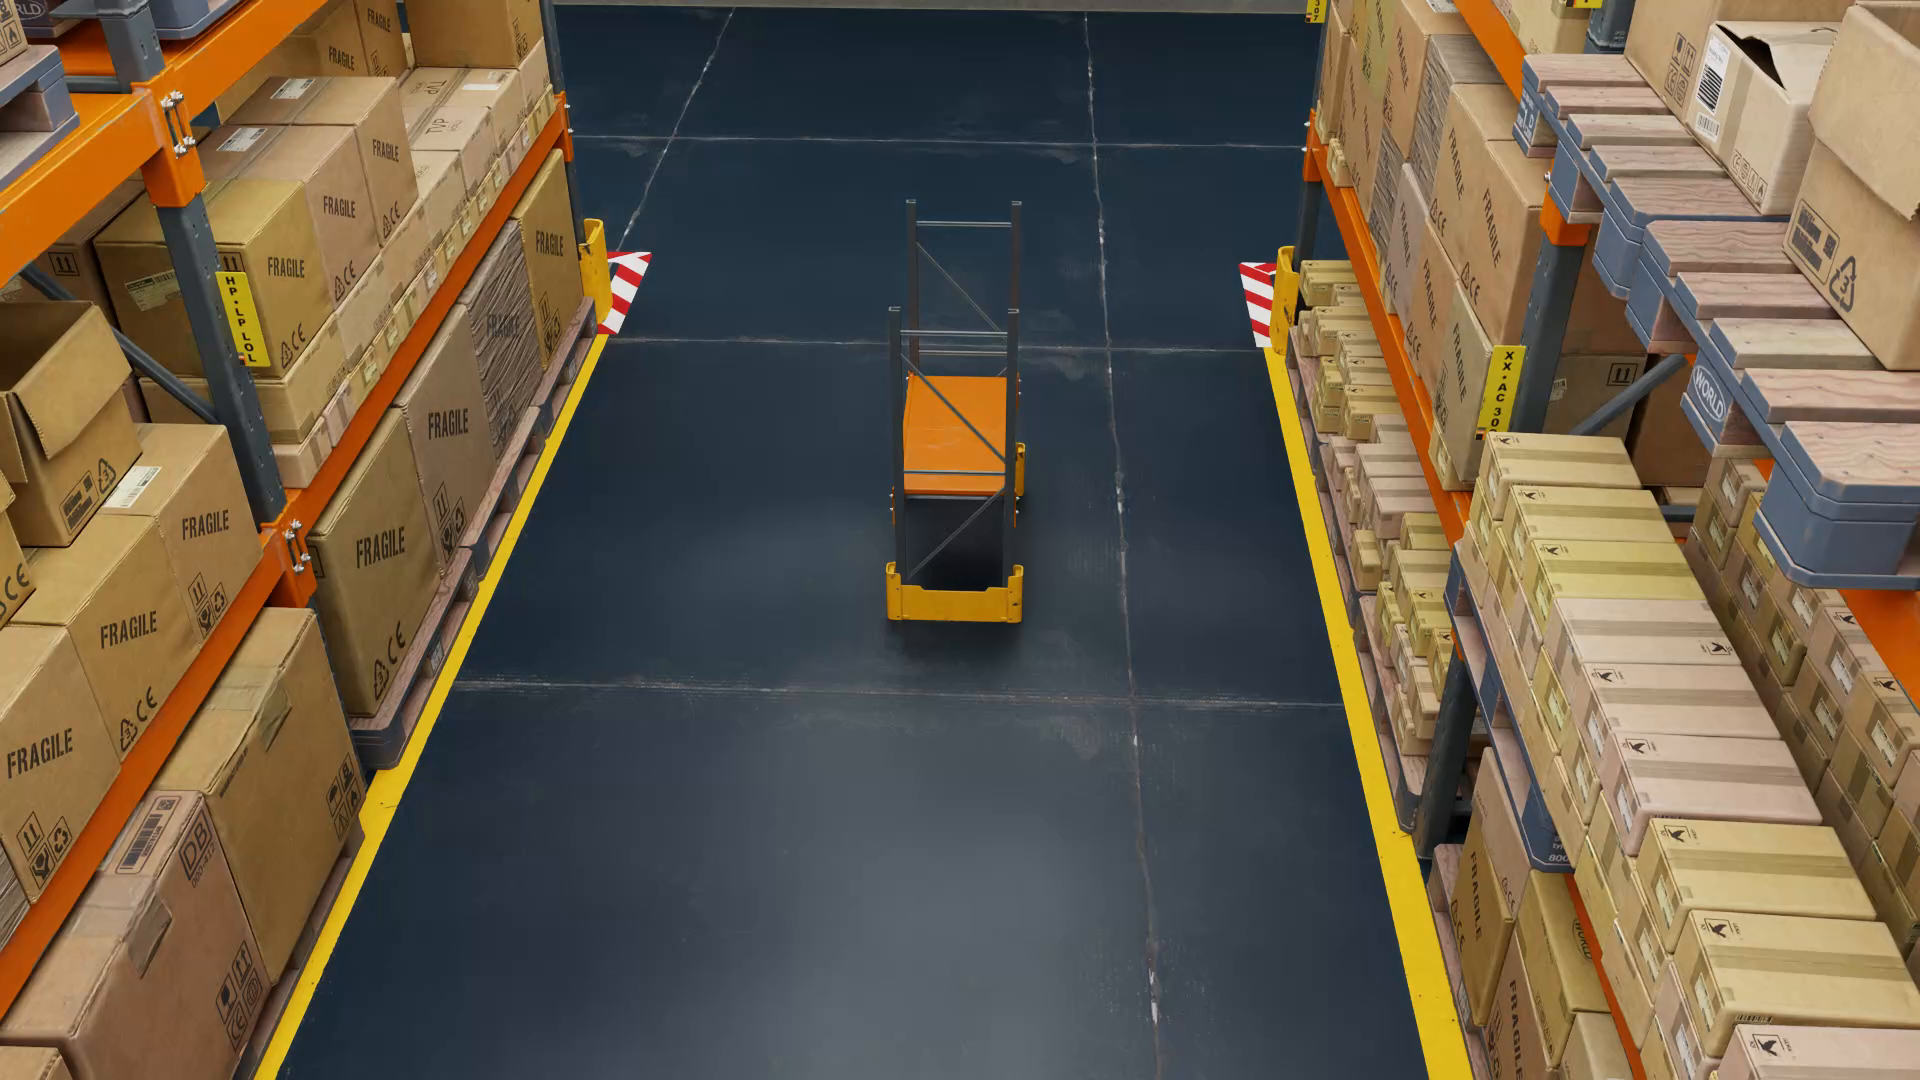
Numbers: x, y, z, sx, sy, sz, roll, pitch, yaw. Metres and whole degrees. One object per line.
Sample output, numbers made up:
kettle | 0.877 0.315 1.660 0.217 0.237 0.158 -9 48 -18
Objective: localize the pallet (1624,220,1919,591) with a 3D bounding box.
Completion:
pallet | 2.004 -0.280 3.095 1.213 0.211 1.003 1 35 2

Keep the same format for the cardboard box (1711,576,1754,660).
cardboard box | 2.346 0.235 4.660 0.380 0.149 0.250 2 35 2

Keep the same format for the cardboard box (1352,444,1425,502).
cardboard box | 1.907 -0.288 7.148 0.380 0.149 0.250 0 35 0

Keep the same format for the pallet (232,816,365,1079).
pallet | -2.733 1.335 5.667 1.003 0.211 1.213 1 35 2

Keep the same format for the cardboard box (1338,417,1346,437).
cardboard box | 2.027 -0.500 7.967 0.380 0.149 0.250 1 35 2

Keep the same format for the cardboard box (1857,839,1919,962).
cardboard box | 2.307 0.834 3.808 0.380 0.149 0.250 3 35 4

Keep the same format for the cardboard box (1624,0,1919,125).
cardboard box | 2.049 -1.303 3.934 0.700 0.500 0.500 1 35 2

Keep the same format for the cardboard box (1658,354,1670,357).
cardboard box | 2.436 -0.903 5.211 0.500 0.500 0.500 2 35 3

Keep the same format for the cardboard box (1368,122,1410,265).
cardboard box | 1.998 -1.405 6.795 0.500 0.500 0.500 0 35 1

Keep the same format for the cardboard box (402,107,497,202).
cardboard box | -2.412 -1.741 7.490 0.500 0.250 0.500 0 35 0

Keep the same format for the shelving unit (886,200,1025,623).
shelving unit | -0.003 -0.570 7.256 0.587 1.500 1.083 1 35 2

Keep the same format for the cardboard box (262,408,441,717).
cardboard box | -2.671 0.069 6.525 0.875 0.875 0.875 1 35 2

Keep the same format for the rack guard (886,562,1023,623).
rack guard | -0.023 0.228 7.209 0.587 0.250 0.087 1 35 2

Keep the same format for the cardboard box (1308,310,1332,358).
cardboard box | 1.990 -1.052 8.494 0.380 0.149 0.250 1 35 2

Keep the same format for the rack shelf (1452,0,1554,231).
rack shelf | 2.255 -2.160 6.232 1.077 0.370 4.000 1 35 2

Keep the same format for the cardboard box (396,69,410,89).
cardboard box | -2.920 -2.041 7.917 0.500 0.250 0.500 1 35 1

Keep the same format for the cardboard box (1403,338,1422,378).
cardboard box | 1.940 -0.752 6.429 0.380 0.149 0.250 0 35 0

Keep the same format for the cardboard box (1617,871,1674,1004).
cardboard box | 1.638 0.845 3.533 0.380 0.149 0.250 1 35 1

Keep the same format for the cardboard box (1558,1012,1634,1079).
cardboard box | 1.837 1.483 4.187 0.500 0.250 0.500 3 35 4

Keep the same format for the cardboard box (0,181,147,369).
cardboard box | -3.026 -0.888 5.625 0.500 0.500 0.500 2 35 3

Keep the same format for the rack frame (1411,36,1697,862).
rack frame | 2.174 -0.078 5.252 1.000 3.000 0.127 1 35 2

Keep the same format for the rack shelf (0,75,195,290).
rack shelf | -2.858 -0.035 3.207 1.077 0.370 4.000 1 35 2

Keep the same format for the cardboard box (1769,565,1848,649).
cardboard box | 2.331 0.147 4.267 0.380 0.149 0.250 0 35 0

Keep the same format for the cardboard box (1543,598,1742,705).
cardboard box | 1.668 0.276 4.084 0.380 0.149 0.250 1 35 1

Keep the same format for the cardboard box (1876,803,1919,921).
cardboard box | 2.306 0.722 3.709 0.380 0.149 0.250 1 35 2

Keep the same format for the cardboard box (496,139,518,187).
cardboard box | -2.333 -1.796 7.916 0.380 0.149 0.250 2 35 3

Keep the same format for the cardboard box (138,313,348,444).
cardboard box | -2.497 -0.575 5.831 0.500 0.250 0.500 1 35 1

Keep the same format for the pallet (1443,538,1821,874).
pallet | 1.998 0.436 4.688 1.003 0.211 1.213 1 35 2

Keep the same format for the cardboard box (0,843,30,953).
cardboard box | -2.589 0.856 3.837 0.500 0.500 0.500 1 35 2

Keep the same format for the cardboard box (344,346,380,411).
cardboard box | -2.413 -0.612 6.231 0.380 0.149 0.250 2 35 3

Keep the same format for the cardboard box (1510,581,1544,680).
cardboard box | 1.680 0.244 4.388 0.380 0.149 0.250 2 35 3

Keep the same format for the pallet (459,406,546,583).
pallet | -2.623 -0.248 7.919 1.003 0.211 1.213 1 35 2

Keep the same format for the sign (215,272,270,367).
sign | -2.235 -0.685 5.178 0.100 0.325 0.005 1 35 2

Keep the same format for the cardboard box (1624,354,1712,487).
cardboard box | 2.446 -0.519 5.535 0.500 0.500 0.500 1 35 1

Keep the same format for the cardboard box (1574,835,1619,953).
cardboard box | 1.652 0.819 3.829 0.380 0.149 0.250 1 35 1

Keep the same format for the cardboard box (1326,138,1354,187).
cardboard box | 1.961 -1.794 7.913 0.380 0.149 0.250 0 35 1

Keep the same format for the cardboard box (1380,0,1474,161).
cardboard box | 1.978 -1.815 6.508 0.500 0.500 0.500 0 35 0

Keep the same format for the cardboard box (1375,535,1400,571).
cardboard box | 1.960 0.008 6.986 0.380 0.149 0.250 2 35 3

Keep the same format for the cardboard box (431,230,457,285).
cardboard box | -2.372 -1.206 7.076 0.380 0.149 0.250 0 35 1

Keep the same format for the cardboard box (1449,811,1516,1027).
cardboard box | 1.880 1.191 5.255 0.500 0.500 0.500 3 35 4

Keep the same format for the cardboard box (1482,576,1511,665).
cardboard box | 1.694 0.228 4.670 0.380 0.149 0.250 2 35 3

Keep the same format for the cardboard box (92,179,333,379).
cardboard box | -2.503 -0.887 5.623 0.500 0.500 0.500 1 35 2

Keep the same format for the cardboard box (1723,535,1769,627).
cardboard box | 2.346 0.116 4.571 0.380 0.149 0.250 2 35 2

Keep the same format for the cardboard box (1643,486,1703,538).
cardboard box | 2.513 -0.130 5.545 0.380 0.149 0.250 3 35 4

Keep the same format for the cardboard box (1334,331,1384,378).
cardboard box | 2.018 -0.885 7.997 0.380 0.149 0.250 0 35 0

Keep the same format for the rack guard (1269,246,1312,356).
rack guard | 2.332 -1.310 9.179 1.175 0.500 0.348 1 35 2

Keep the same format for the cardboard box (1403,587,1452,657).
cardboard box | 1.899 0.315 6.290 0.380 0.149 0.250 2 35 2

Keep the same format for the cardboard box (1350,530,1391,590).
cardboard box | 1.891 0.089 7.129 0.380 0.149 0.250 1 35 2

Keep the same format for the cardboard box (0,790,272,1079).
cardboard box | -2.818 1.328 4.734 1.225 0.875 0.875 0 35 0

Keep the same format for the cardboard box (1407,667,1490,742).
cardboard box | 1.869 0.606 6.134 0.380 0.149 0.250 2 35 3

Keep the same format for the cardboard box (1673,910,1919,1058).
cardboard box | 1.629 0.873 3.236 0.380 0.149 0.250 3 35 4
